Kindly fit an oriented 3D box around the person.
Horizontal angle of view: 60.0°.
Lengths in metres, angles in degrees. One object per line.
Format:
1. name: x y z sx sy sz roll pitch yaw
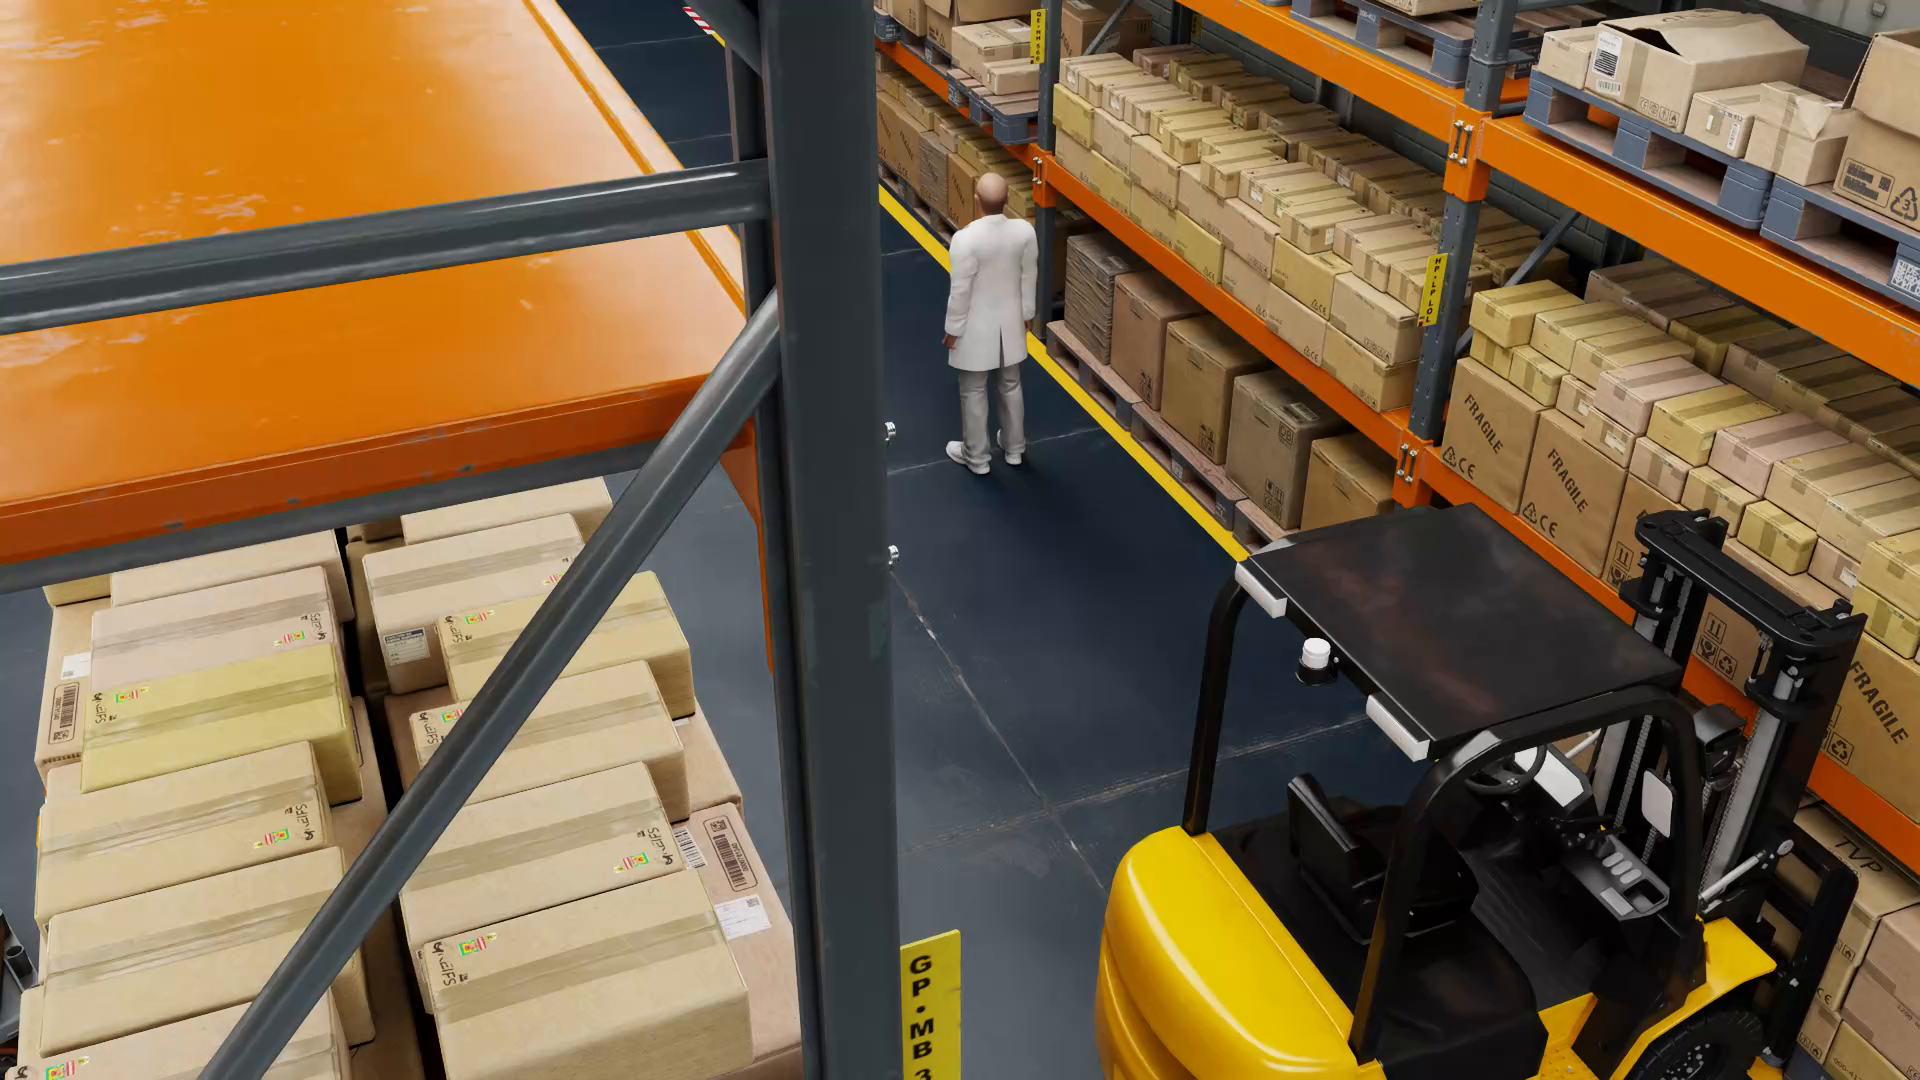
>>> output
1. person: 0.150 -1.239 9.440 0.564 1.783 0.371 -15 36 -22
